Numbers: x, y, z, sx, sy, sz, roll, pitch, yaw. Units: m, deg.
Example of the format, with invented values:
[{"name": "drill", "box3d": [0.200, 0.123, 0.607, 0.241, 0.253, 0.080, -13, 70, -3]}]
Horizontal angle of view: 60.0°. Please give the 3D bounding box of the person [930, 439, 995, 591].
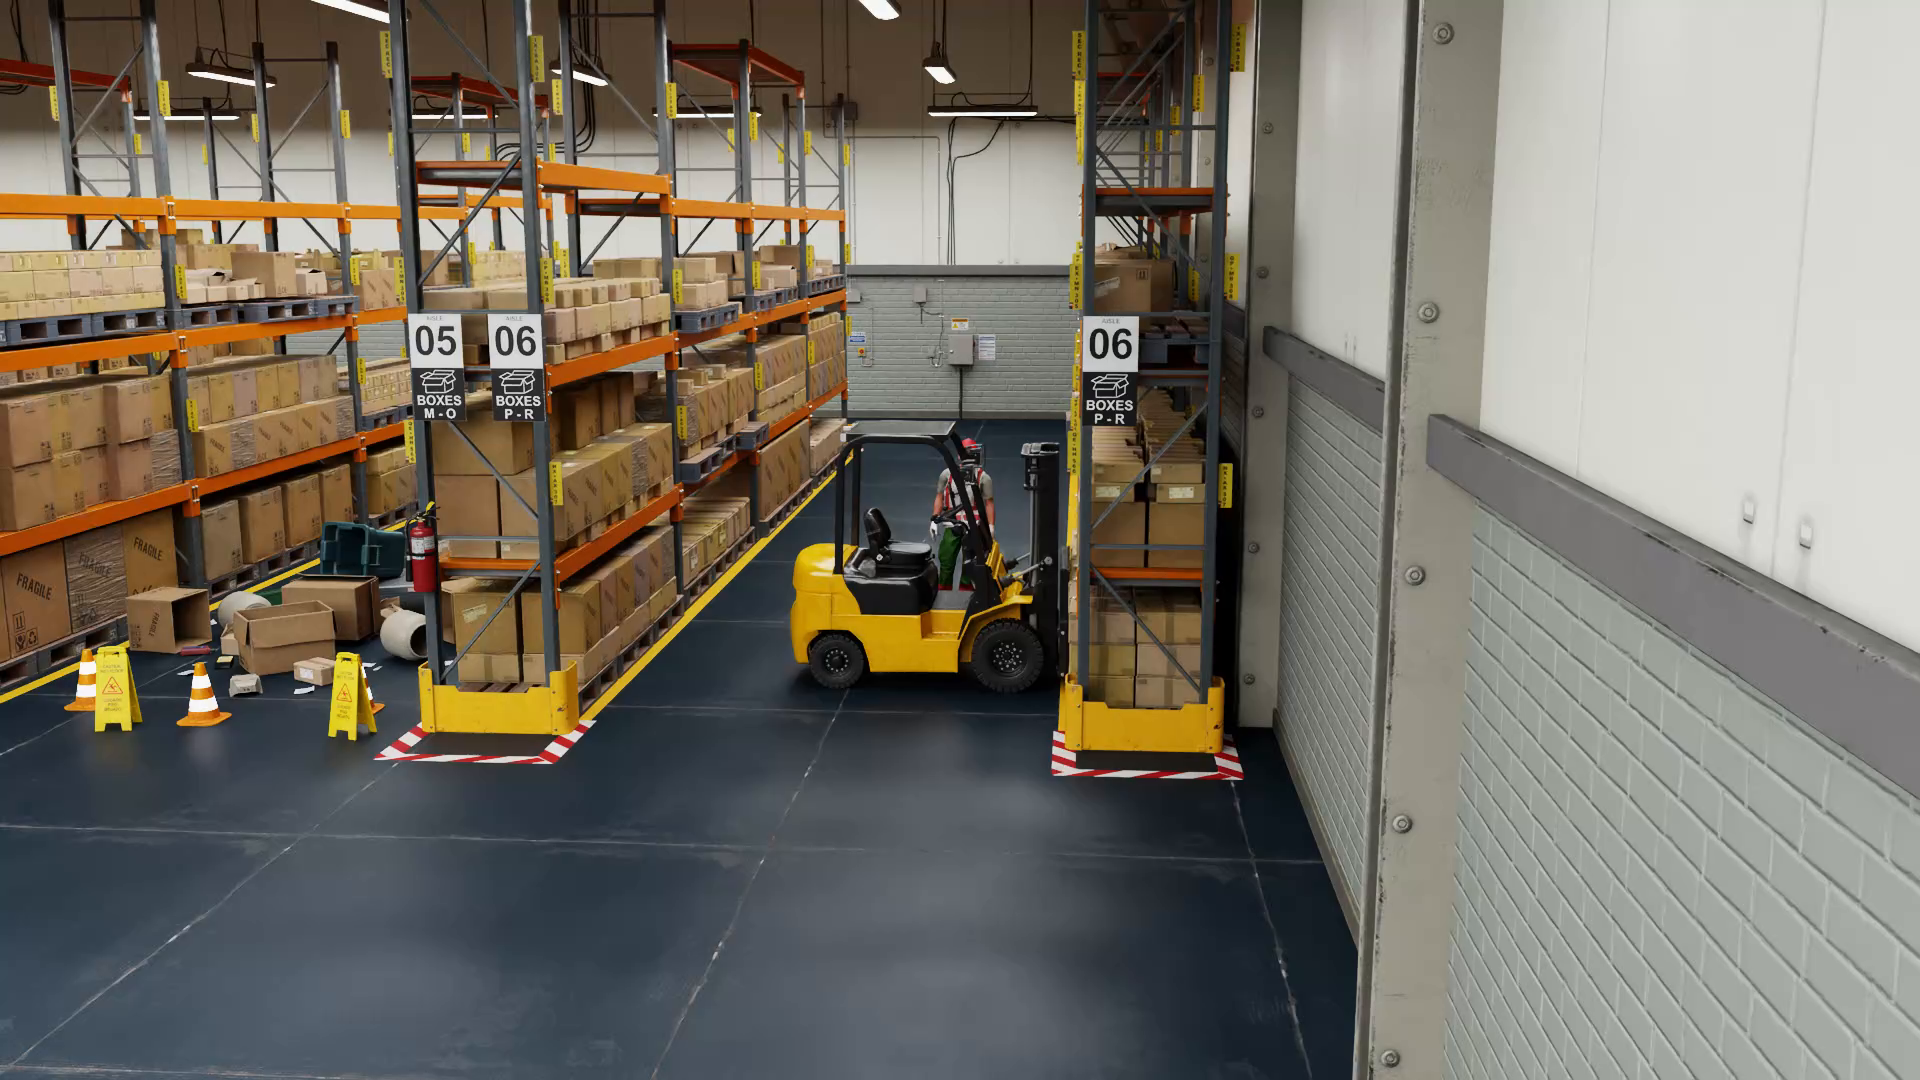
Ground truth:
[{"name": "person", "box3d": [0.021, -0.089, 16.283, 0.638, 1.787, 0.564, 1, 11, 4]}]
